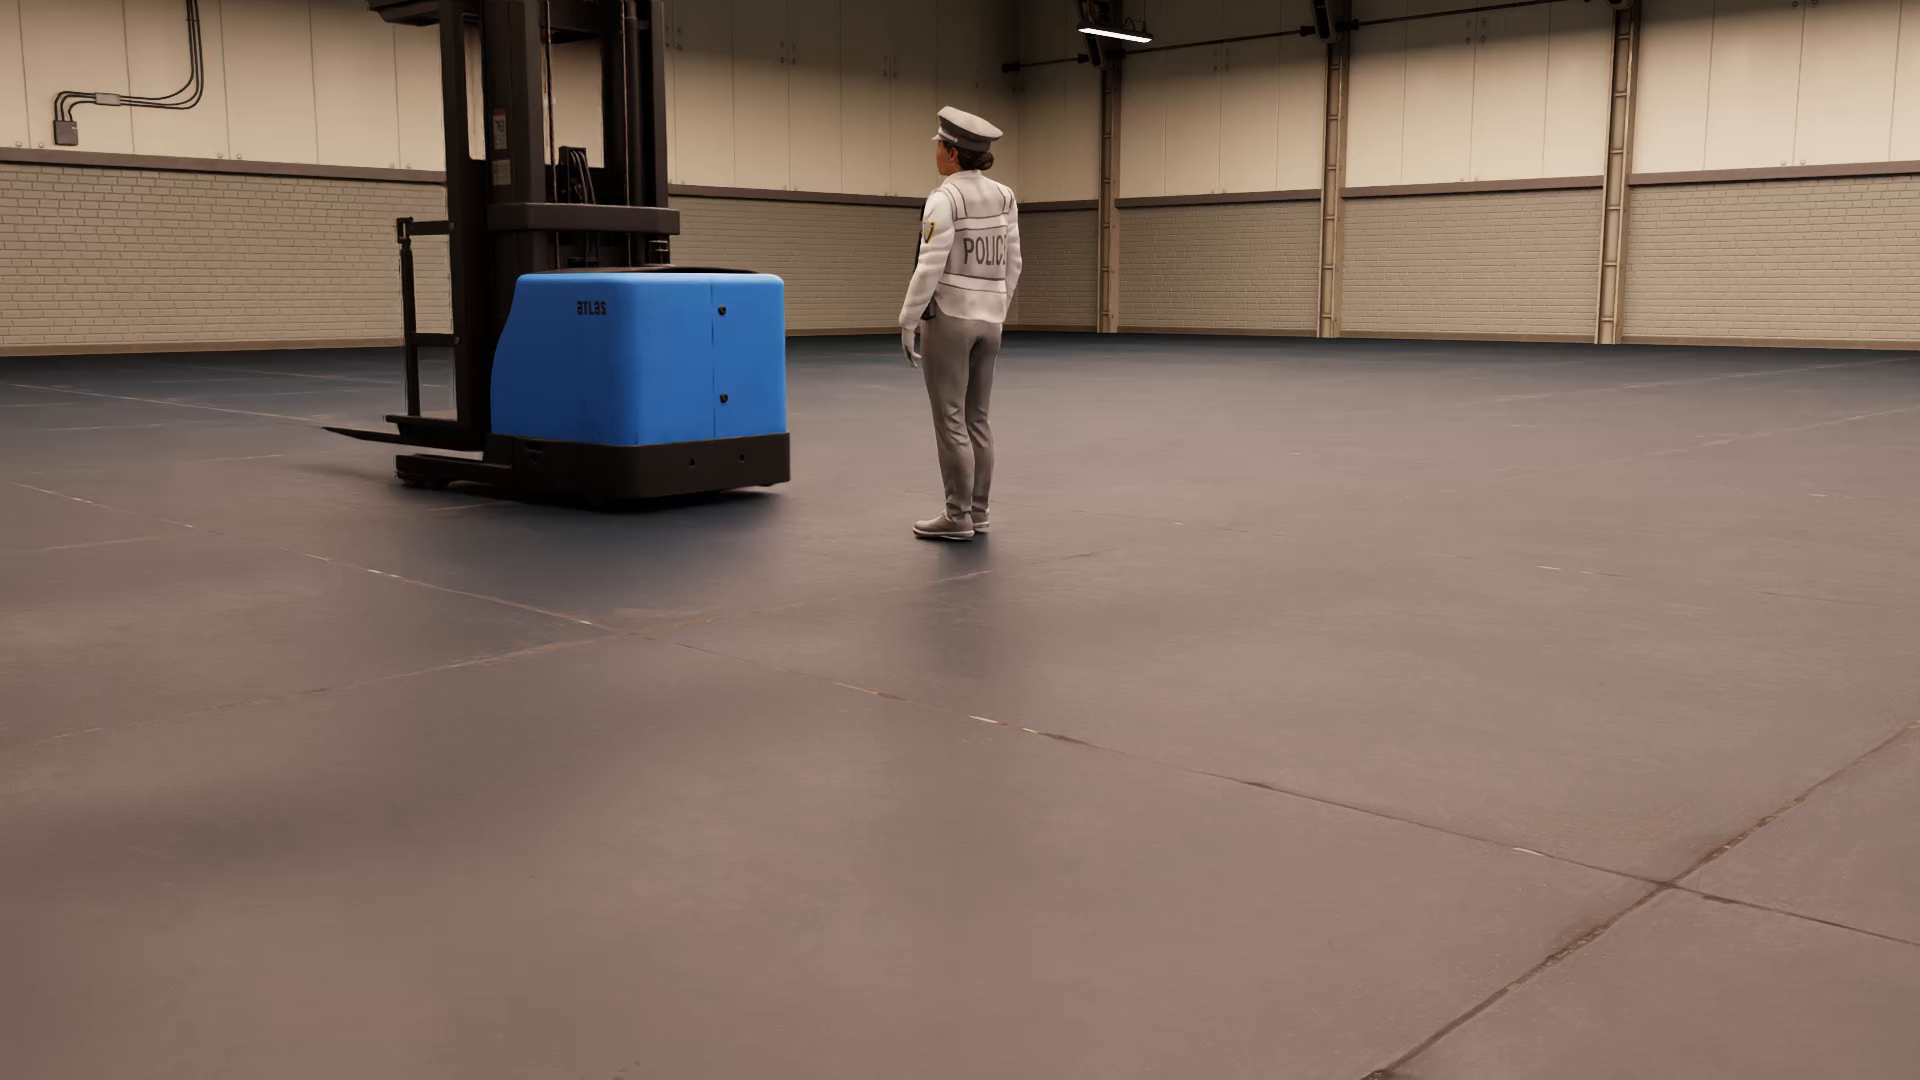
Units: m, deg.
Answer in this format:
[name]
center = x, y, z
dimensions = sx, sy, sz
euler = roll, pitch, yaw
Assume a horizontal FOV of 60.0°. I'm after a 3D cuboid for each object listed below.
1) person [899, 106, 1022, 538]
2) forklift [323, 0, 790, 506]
[person]
center = -0.045, -0.853, 6.642
dimensions = 0.531, 1.695, 0.587
euler = 8, 12, 43
[forklift]
center = -2.274, -1.760, 8.562
dimensions = 3.031, 2.935, 1.130
euler = 7, 11, 41
